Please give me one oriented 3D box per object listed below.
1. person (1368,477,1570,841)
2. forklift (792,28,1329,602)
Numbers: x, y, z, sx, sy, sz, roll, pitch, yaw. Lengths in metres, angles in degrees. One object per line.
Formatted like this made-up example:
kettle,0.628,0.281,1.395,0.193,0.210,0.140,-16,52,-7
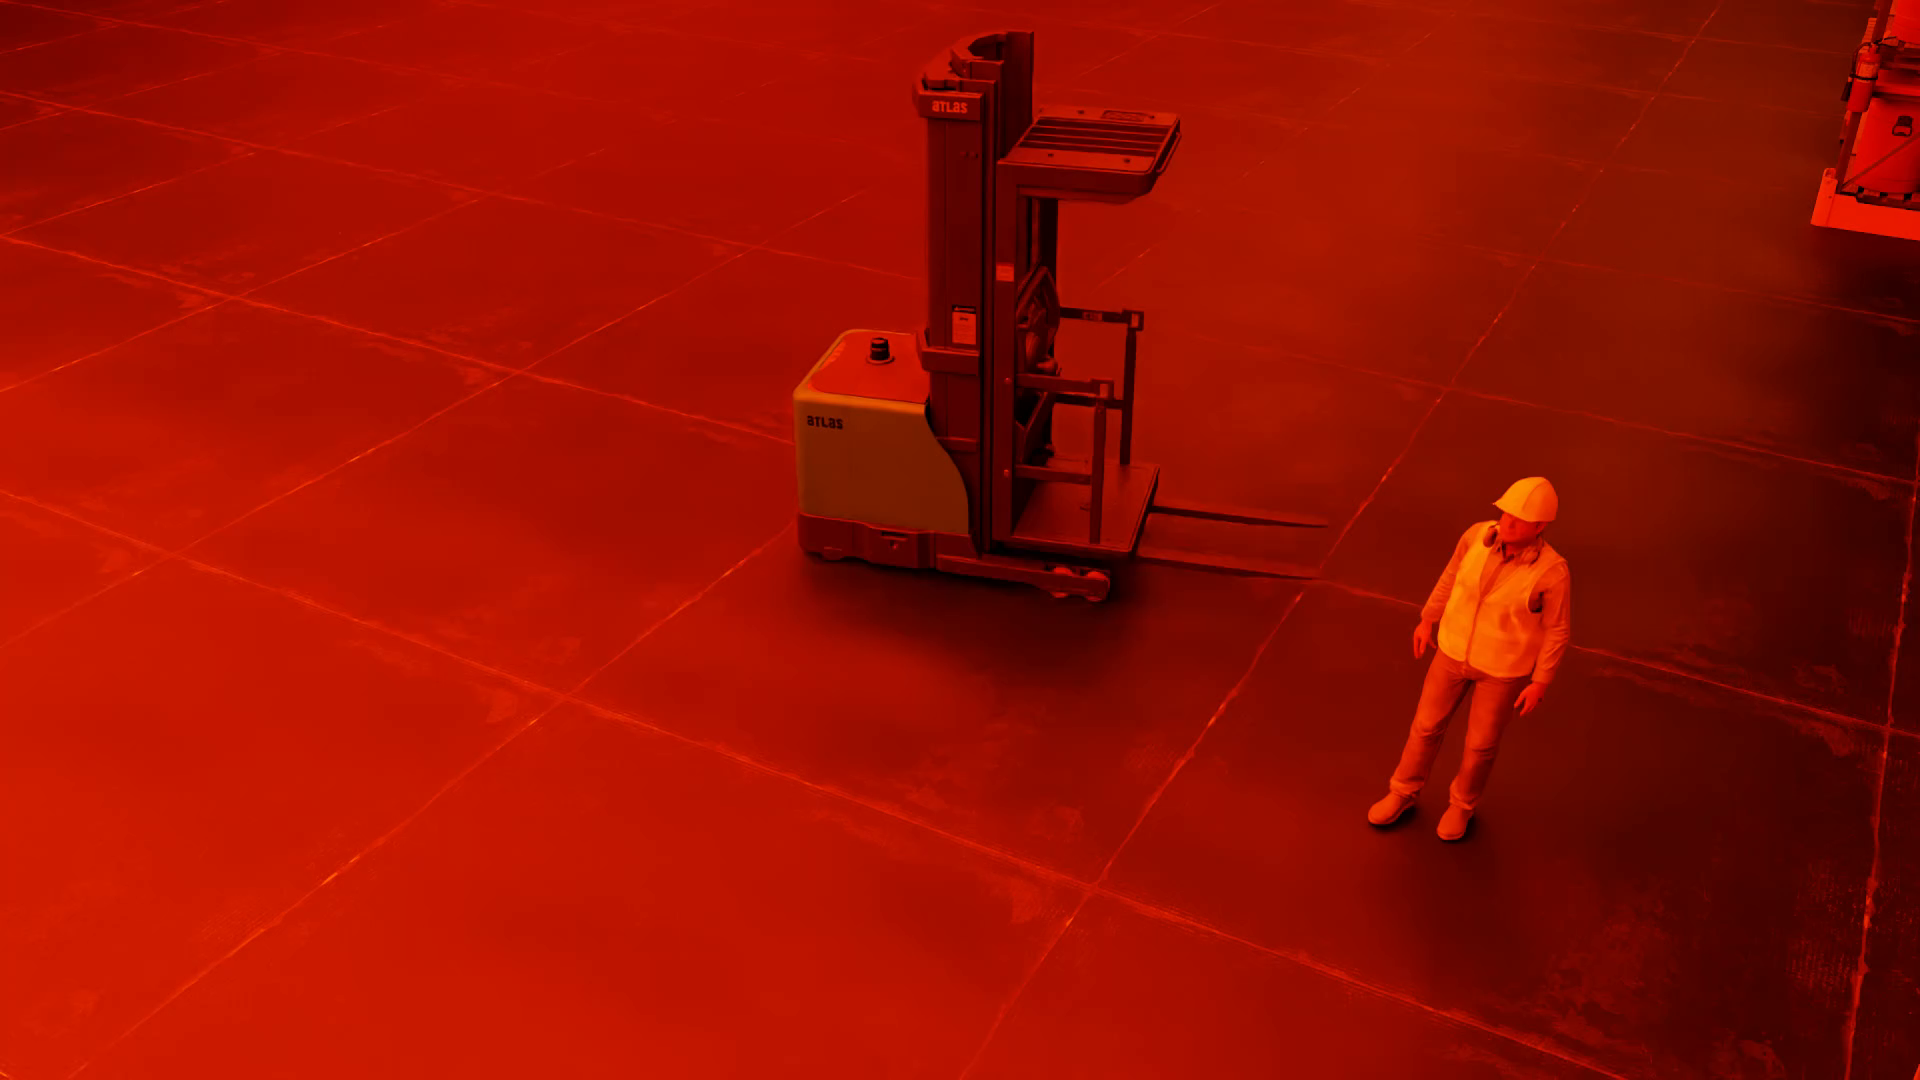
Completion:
person,2.259,0.540,7.287,0.651,1.780,0.562,26,39,38
forklift,0.616,-1.216,9.178,3.031,2.935,1.130,7,31,13
